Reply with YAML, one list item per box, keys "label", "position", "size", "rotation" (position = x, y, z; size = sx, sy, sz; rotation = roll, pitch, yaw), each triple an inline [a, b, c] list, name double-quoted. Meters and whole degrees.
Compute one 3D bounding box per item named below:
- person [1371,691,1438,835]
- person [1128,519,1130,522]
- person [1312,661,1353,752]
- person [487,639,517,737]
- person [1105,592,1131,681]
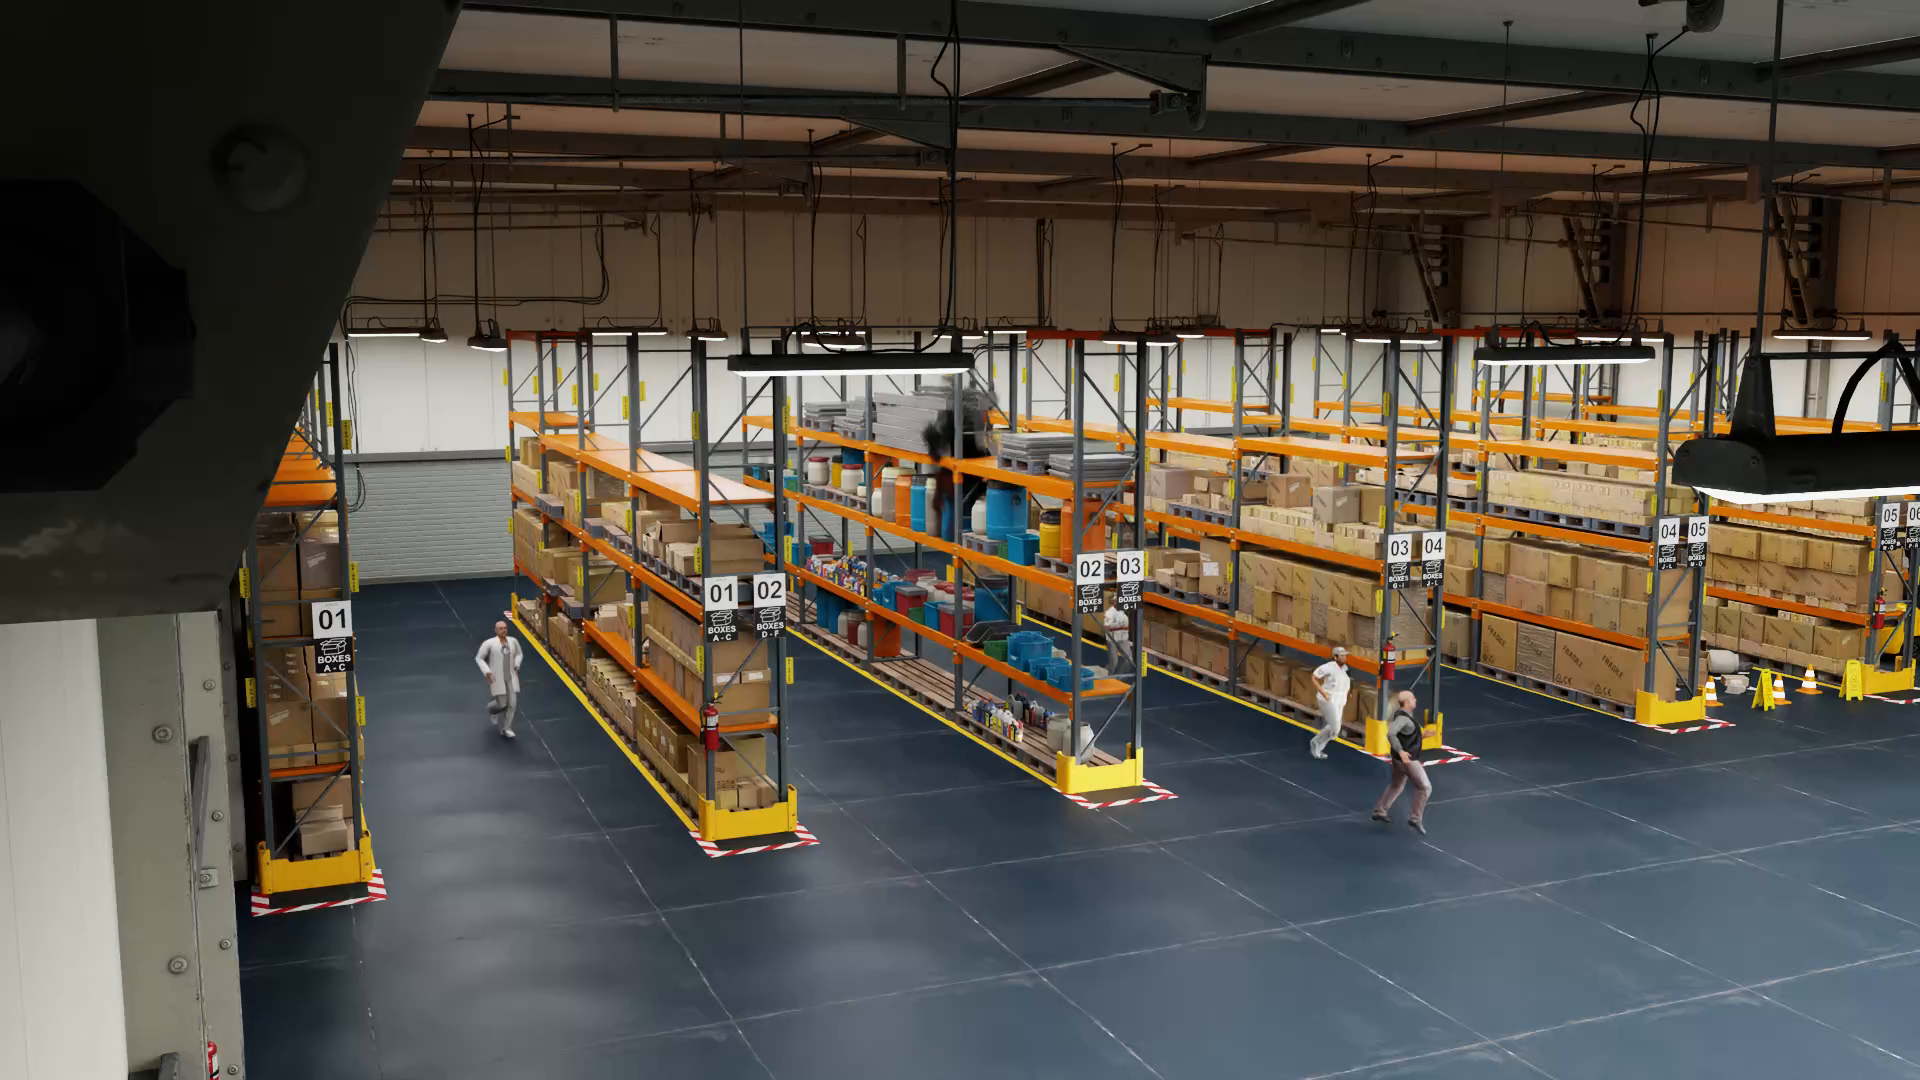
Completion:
- label: "person"
  position: [5.454, 2.732, 20.318]
  size: [0.752, 1.784, 0.521]
  rotation: [1, 8, 4]
- label: "person"
  position: [4.390, -0.123, 41.531]
  size: [0.673, 1.664, 0.634]
  rotation: [-6, 10, -36]
- label: "person"
  position: [5.302, 2.391, 23.685]
  size: [0.516, 1.337, 0.530]
  rotation: [-7, 10, -40]
- label: "person"
  position: [-6.880, 2.195, 25.041]
  size: [0.638, 1.496, 0.702]
  rotation: [-6, 10, -39]
- label: "person"
  position: [2.671, 1.713, 27.920]
  size: [0.558, 1.728, 0.667]
  rotation: [-5, 9, -31]
